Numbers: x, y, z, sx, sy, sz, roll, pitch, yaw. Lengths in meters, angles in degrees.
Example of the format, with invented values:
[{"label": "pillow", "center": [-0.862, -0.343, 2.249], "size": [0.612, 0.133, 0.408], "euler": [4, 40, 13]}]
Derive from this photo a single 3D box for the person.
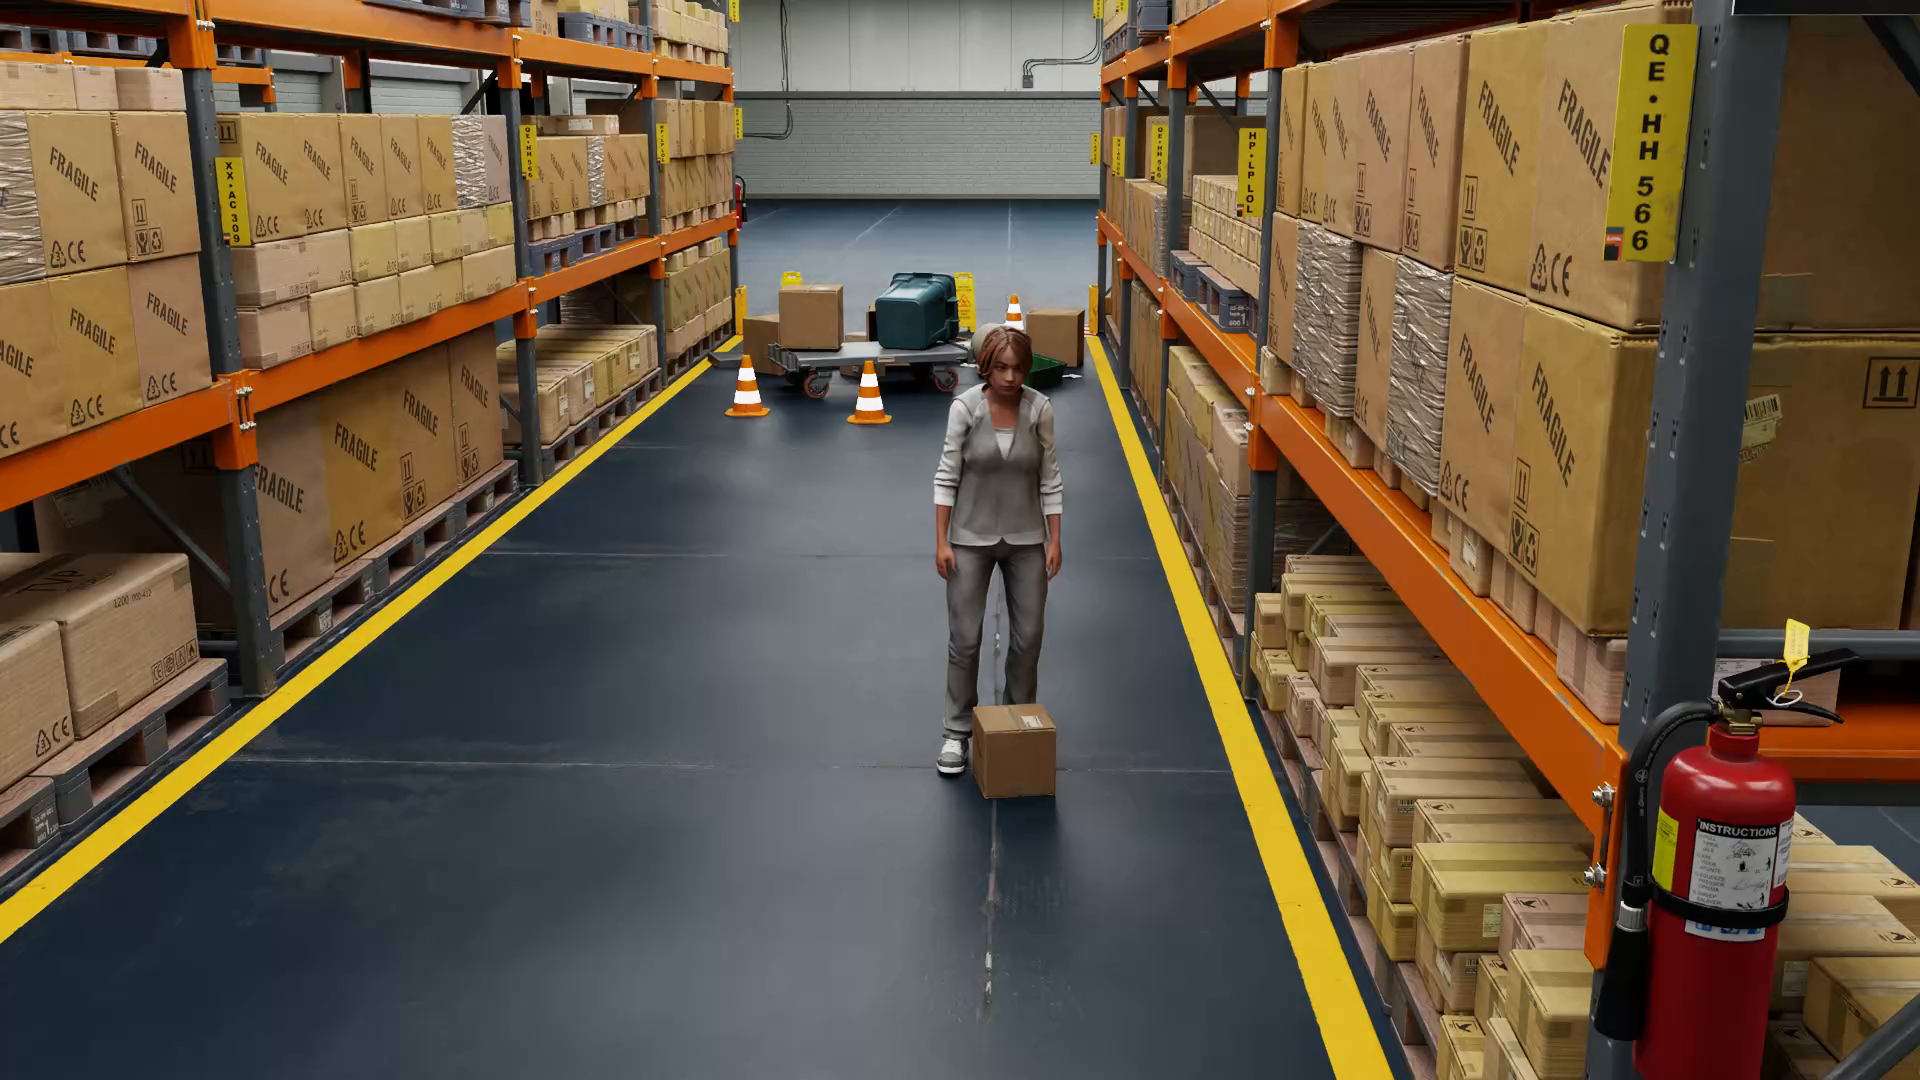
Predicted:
[{"label": "person", "center": [0.137, 0.031, 5.902], "size": [0.462, 1.593, 0.343], "euler": [-2, 14, -6]}]
